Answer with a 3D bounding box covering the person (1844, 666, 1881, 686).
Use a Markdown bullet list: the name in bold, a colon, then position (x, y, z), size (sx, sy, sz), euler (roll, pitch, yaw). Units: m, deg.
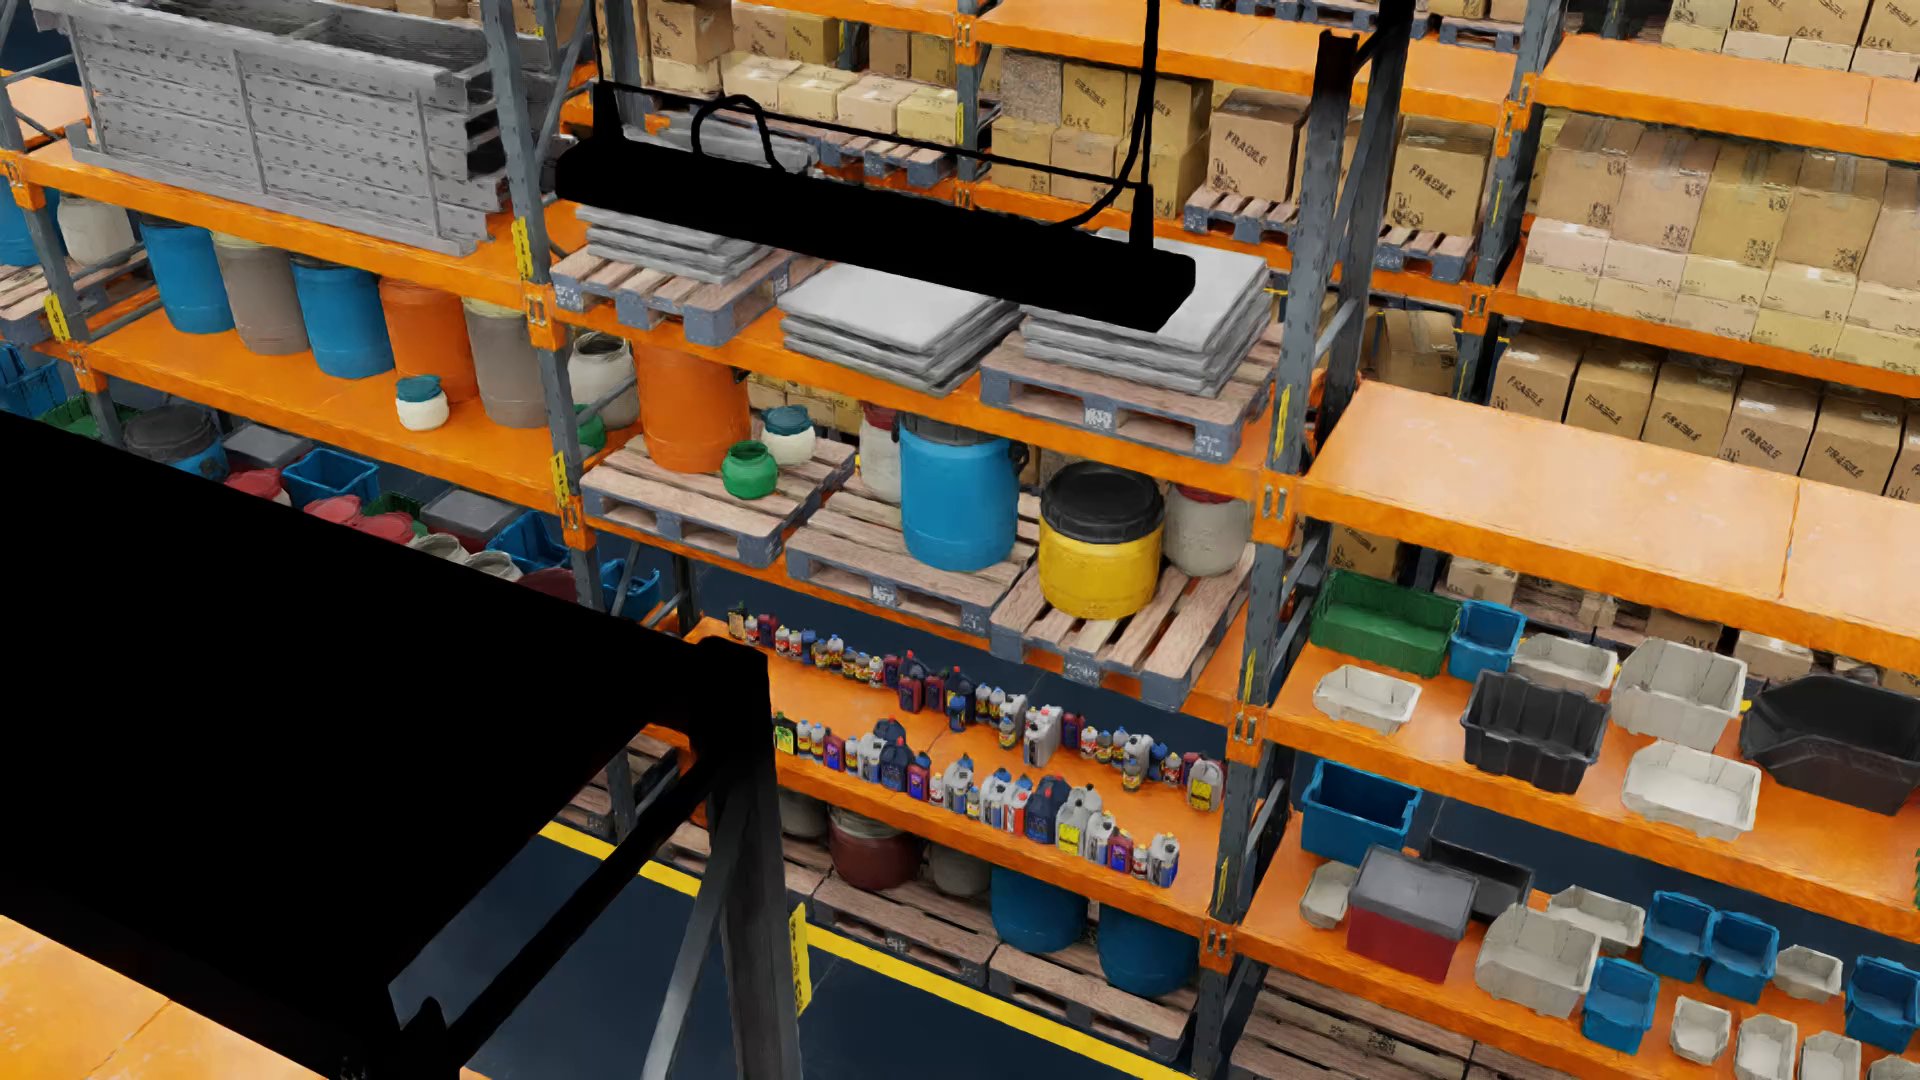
- **person**: position (5.425, 1.431, 10.398), size (0.651, 1.639, 0.489), euler (12, 37, 17)
